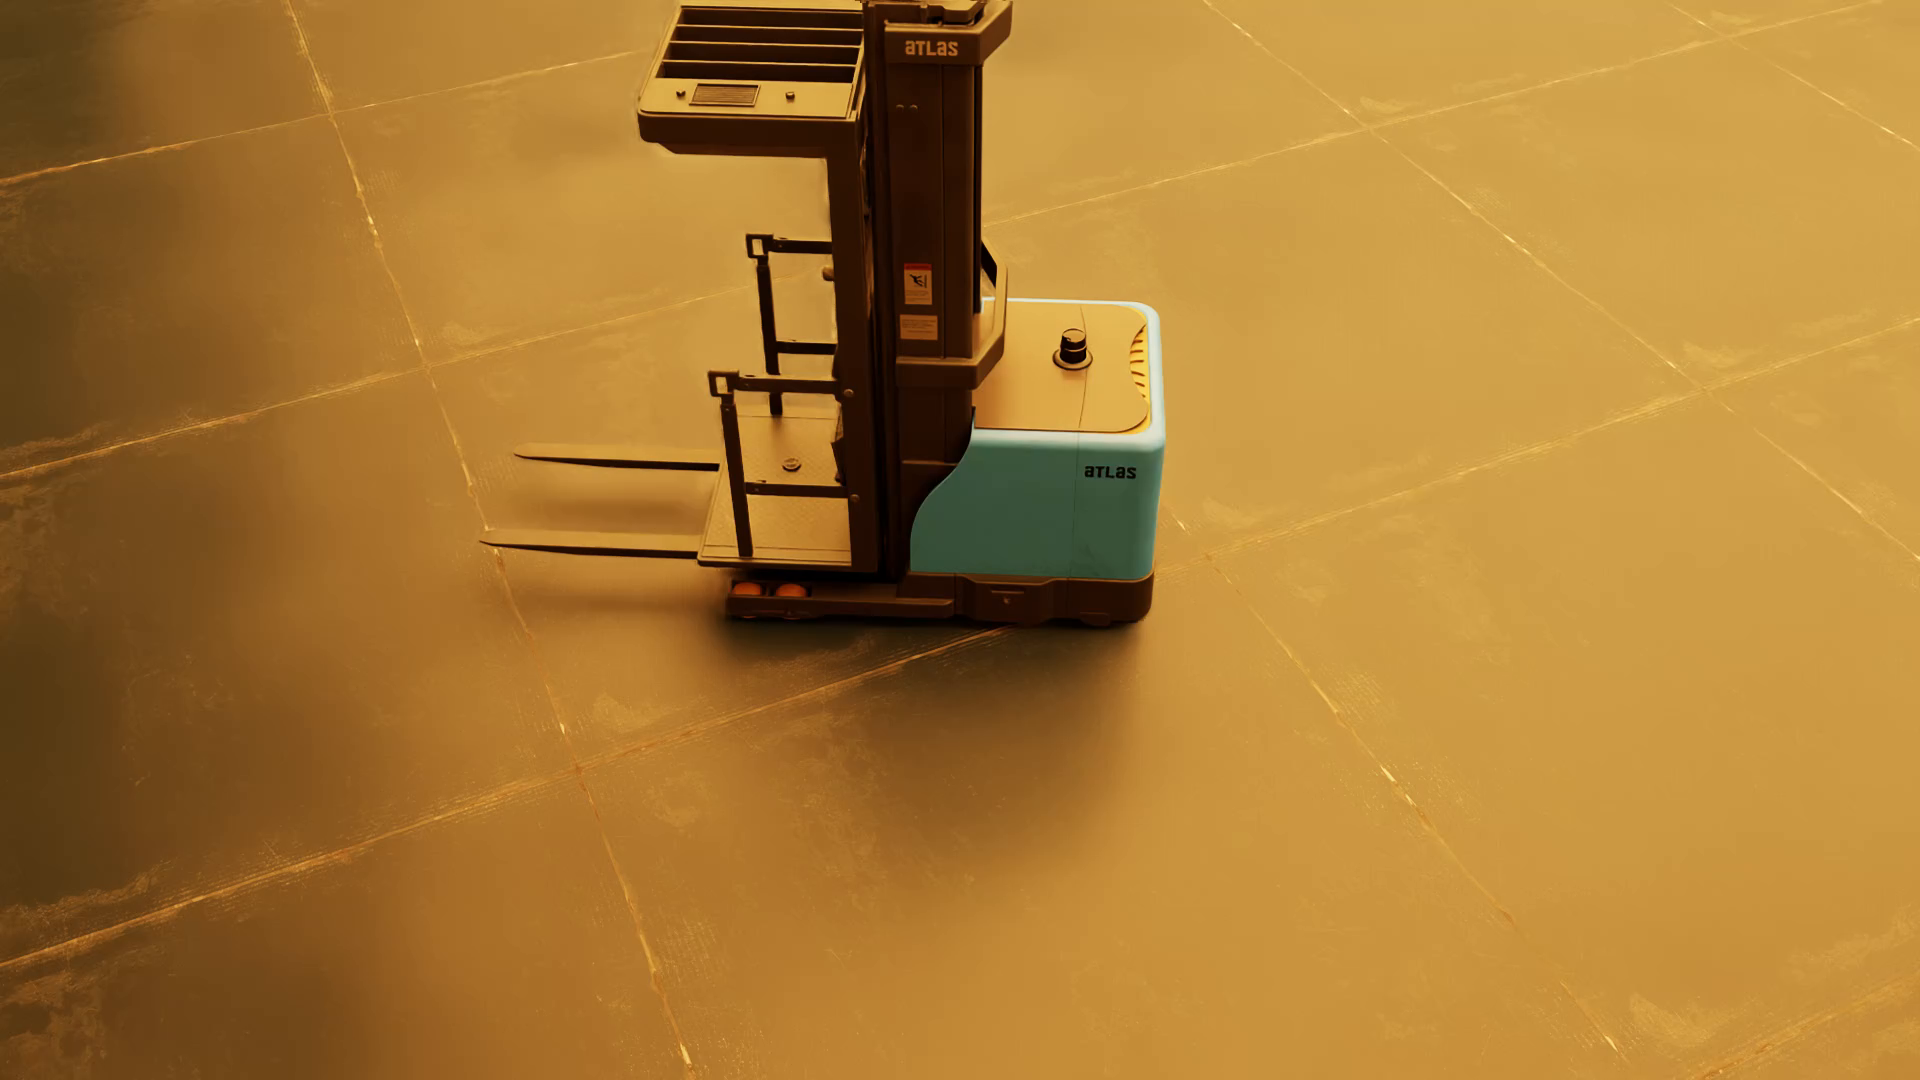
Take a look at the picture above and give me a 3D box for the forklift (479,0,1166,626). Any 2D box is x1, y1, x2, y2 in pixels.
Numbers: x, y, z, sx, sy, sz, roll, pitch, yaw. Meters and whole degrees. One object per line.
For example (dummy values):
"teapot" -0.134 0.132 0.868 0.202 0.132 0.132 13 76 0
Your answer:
"forklift" -0.639 -1.073 6.830 3.031 2.935 1.130 2 43 2
